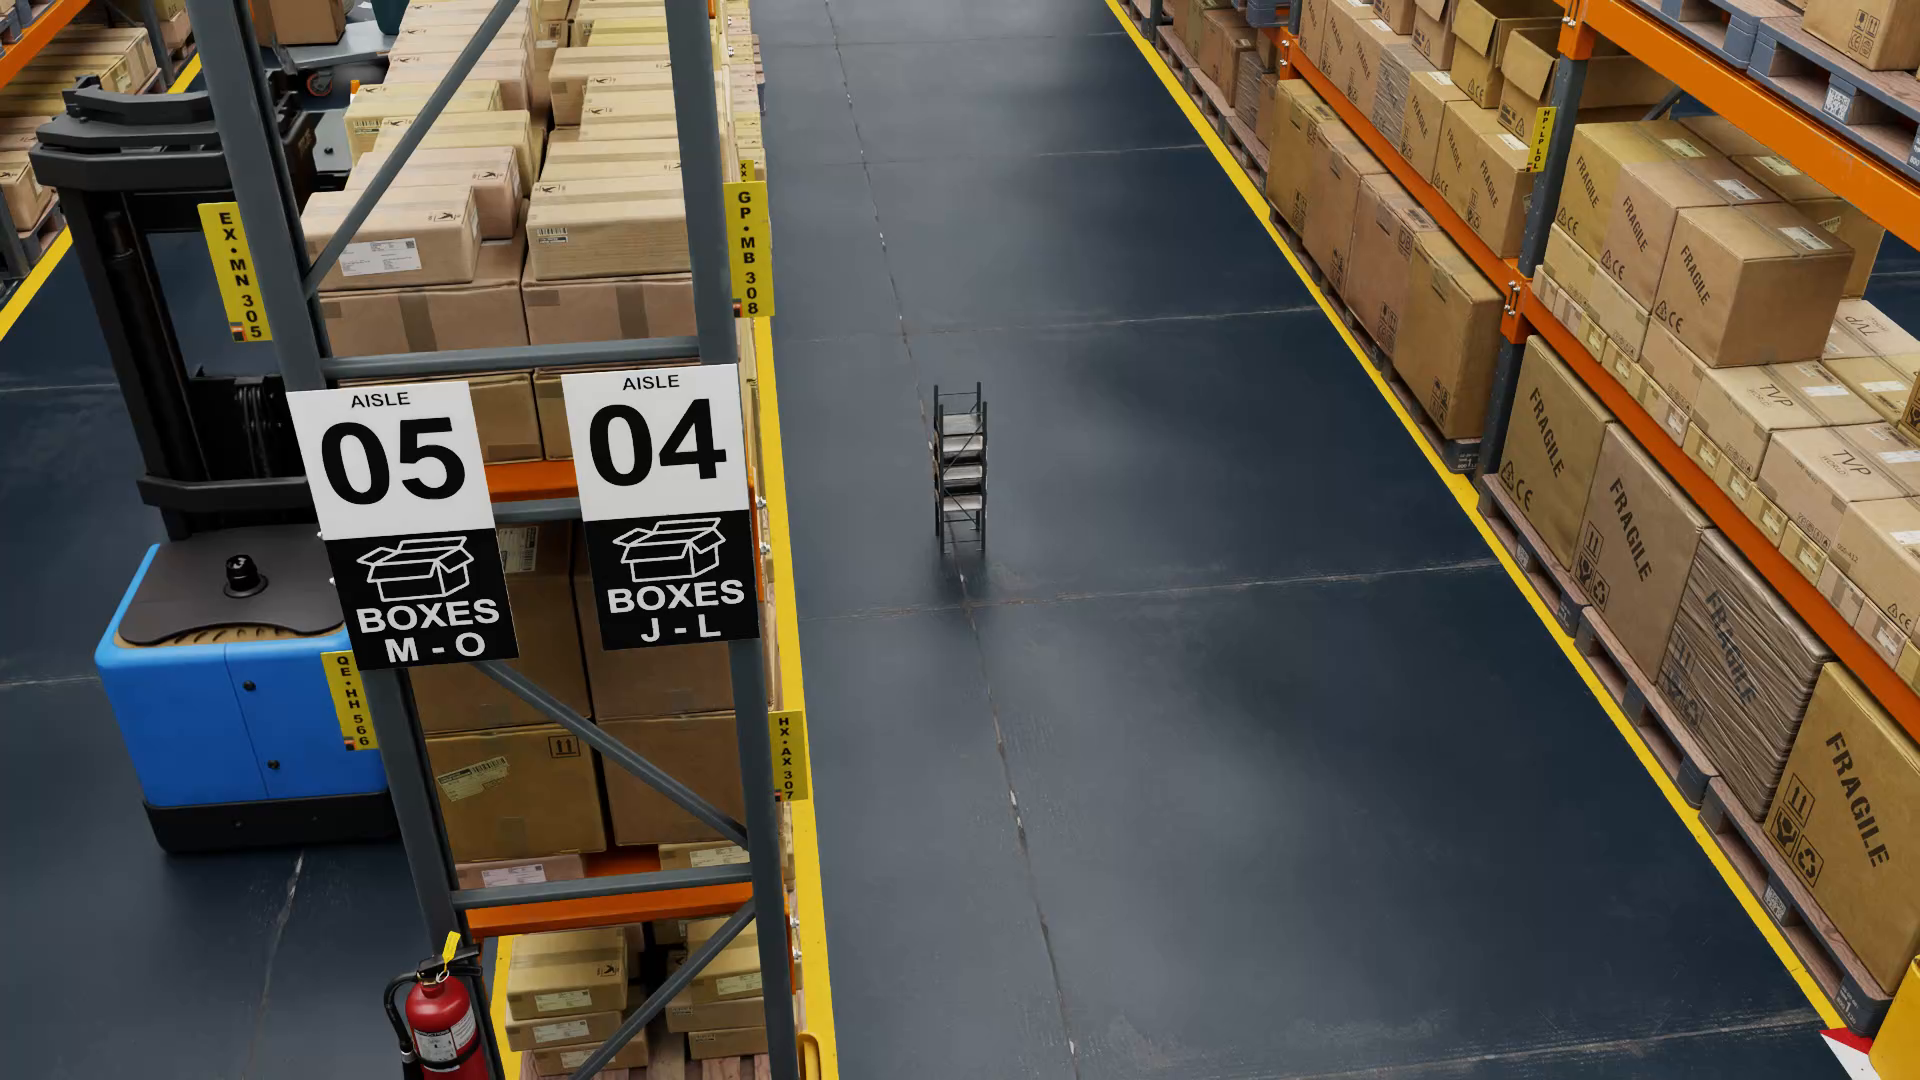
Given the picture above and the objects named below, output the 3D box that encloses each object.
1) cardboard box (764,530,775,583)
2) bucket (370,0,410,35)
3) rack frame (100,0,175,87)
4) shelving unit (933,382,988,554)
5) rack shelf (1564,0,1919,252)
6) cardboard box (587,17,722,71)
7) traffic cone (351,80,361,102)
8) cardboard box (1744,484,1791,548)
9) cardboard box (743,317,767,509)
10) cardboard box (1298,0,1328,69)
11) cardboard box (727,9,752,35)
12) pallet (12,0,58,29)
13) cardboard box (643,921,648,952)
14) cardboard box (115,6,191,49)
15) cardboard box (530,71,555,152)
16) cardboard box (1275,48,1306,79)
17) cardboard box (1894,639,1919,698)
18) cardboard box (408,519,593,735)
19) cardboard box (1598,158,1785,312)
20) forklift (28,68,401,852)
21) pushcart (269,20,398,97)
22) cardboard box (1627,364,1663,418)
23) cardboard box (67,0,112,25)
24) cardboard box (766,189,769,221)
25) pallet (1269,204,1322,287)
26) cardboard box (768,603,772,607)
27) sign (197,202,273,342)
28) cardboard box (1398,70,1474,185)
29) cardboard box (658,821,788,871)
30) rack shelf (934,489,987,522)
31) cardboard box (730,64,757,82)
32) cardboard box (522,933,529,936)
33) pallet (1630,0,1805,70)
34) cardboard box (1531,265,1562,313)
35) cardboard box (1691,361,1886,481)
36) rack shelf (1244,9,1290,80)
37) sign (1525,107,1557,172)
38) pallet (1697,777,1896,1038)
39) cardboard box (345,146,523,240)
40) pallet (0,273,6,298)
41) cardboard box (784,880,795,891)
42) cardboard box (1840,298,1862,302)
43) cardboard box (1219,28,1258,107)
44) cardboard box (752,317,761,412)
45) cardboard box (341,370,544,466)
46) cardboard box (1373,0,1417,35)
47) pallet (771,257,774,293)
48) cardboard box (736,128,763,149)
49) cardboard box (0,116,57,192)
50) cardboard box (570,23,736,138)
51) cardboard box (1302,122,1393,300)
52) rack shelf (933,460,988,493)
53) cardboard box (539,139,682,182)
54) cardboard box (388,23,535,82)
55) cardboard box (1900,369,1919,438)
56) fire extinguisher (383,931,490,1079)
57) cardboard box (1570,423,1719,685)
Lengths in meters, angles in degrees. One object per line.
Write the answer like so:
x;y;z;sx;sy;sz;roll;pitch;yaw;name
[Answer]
-1.091;0.095;7.971;0.380;0.149;0.250;-6;35;-8;cardboard box
-4.929;-4.878;14.930;0.726;0.611;0.620;7;45;10;bucket
-7.518;-5.270;13.948;1.000;3.000;0.127;-4;35;-6;rack frame
0.001;-0.367;8.619;0.258;0.900;0.210;-4;35;-6;shelving unit
3.647;-1.382;6.219;1.077;0.370;4.000;-4;35;-6;rack shelf
-0.924;-1.478;5.056;0.380;0.149;0.250;-3;34;-5;cardboard box
-4.934;-3.550;13.676;0.336;0.463;0.334;-4;35;-6;traffic cone
3.368;-0.109;6.598;0.380;0.149;0.250;-4;35;-6;cardboard box
-0.932;-0.426;5.599;0.500;0.500;0.500;-5;35;-7;cardboard box
2.636;-3.538;11.318;0.500;0.500;0.500;-3;34;-5;cardboard box
-1.462;-3.111;10.102;0.380;0.149;0.250;-3;34;-5;cardboard box
-7.287;-4.060;12.343;1.003;0.211;1.213;-4;35;-6;pallet
-1.375;1.432;6.272;0.380;0.149;0.250;-5;35;-7;cardboard box
-7.329;-4.657;15.117;0.500;0.250;0.500;-6;35;-9;cardboard box
-1.463;-1.198;4.999;0.500;0.250;0.500;-4;34;-6;cardboard box
2.720;-3.619;12.688;0.500;0.250;0.500;-3;34;-4;cardboard box
3.505;0.461;5.762;0.380;0.149;0.250;-4;34;-6;cardboard box
-1.320;0.181;4.708;0.500;0.500;0.500;-5;35;-7;cardboard box
3.248;-1.365;7.421;0.500;0.500;0.500;-4;35;-6;cardboard box
-2.970;-0.738;7.358;1.130;2.935;3.031;-3;34;-5;forklift
-5.265;-4.387;14.981;1.648;0.377;0.936;-16;38;-23;pushcart
3.231;-0.679;7.435;0.380;0.149;0.250;-5;35;-7;cardboard box
-7.863;-4.927;14.848;0.500;0.500;0.500;-5;35;-7;cardboard box
-1.147;-1.684;8.273;0.380;0.149;0.250;-4;34;-6;cardboard box
2.872;-2.190;11.905;1.003;0.211;1.213;-4;35;-6;pallet
-0.996;0.423;7.225;0.380;0.149;0.250;-6;35;-8;cardboard box
-1.565;-0.579;3.615;0.100;0.325;0.005;-4;35;-6;sign
2.908;-2.406;9.656;0.500;0.500;0.500;-5;35;-7;cardboard box
-0.731;0.893;5.127;0.380;0.149;0.250;-5;35;-7;cardboard box
0.001;-0.191;8.739;0.258;0.077;0.200;-4;35;-6;rack shelf
-1.322;-2.529;9.247;0.380;0.149;0.250;-3;34;-5;cardboard box
-1.438;1.314;6.181;0.380;0.149;0.250;-6;35;-8;cardboard box
3.478;-2.302;7.008;1.003;0.211;1.213;-4;35;-6;pallet
3.088;-1.262;8.290;0.380;0.149;0.250;-4;35;-6;cardboard box
3.378;-0.493;6.807;0.500;0.250;0.500;-4;35;-6;cardboard box
2.571;-4.607;13.614;1.077;0.370;4.000;-4;35;-6;rack shelf
2.842;-1.955;8.127;0.100;0.325;0.005;-4;35;-6;sign
3.731;1.388;6.655;1.003;0.211;1.213;-4;35;-6;pallet
-1.306;-0.860;4.149;0.380;0.149;0.250;-4;34;-6;cardboard box
-6.948;-1.440;10.804;1.003;0.211;1.213;-4;35;-6;pallet
-0.848;1.254;6.533;0.380;0.149;0.250;-4;34;-6;cardboard box
3.770;-1.102;7.701;0.500;0.250;0.500;-3;34;-5;cardboard box
2.560;-3.934;13.817;0.700;0.500;0.500;-2;34;-2;cardboard box
-1.137;-0.863;7.128;0.500;0.500;0.500;-5;35;-8;cardboard box
-1.336;-0.416;4.295;0.500;0.250;0.500;-5;35;-7;cardboard box
3.007;-3.471;10.329;0.797;0.503;0.637;-4;34;-5;cardboard box
-1.509;-1.595;8.726;1.003;0.211;1.213;-4;35;-6;pallet
-1.191;-1.962;8.417;0.380;0.149;0.250;-3;34;-5;cardboard box
-7.153;-2.853;12.362;0.950;0.372;0.625;-5;35;-7;cardboard box
-1.011;-1.510;5.456;0.500;0.250;0.500;-6;35;-8;cardboard box
3.025;-2.199;10.956;1.225;0.875;0.875;-4;35;-6;cardboard box
0.001;-0.340;8.637;0.258;0.077;0.200;-4;35;-6;rack shelf
-0.847;-0.895;4.200;0.380;0.149;0.250;-3;34;-4;cardboard box
-1.489;-1.434;4.991;0.380;0.149;0.250;-4;34;-5;cardboard box
3.976;-0.551;6.227;0.500;0.500;0.500;-5;35;-8;cardboard box
-1.436;1.357;4.624;0.296;0.674;0.183;-4;35;-6;fire extinguisher
3.509;0.025;7.692;0.875;0.875;0.875;-4;35;-6;cardboard box
